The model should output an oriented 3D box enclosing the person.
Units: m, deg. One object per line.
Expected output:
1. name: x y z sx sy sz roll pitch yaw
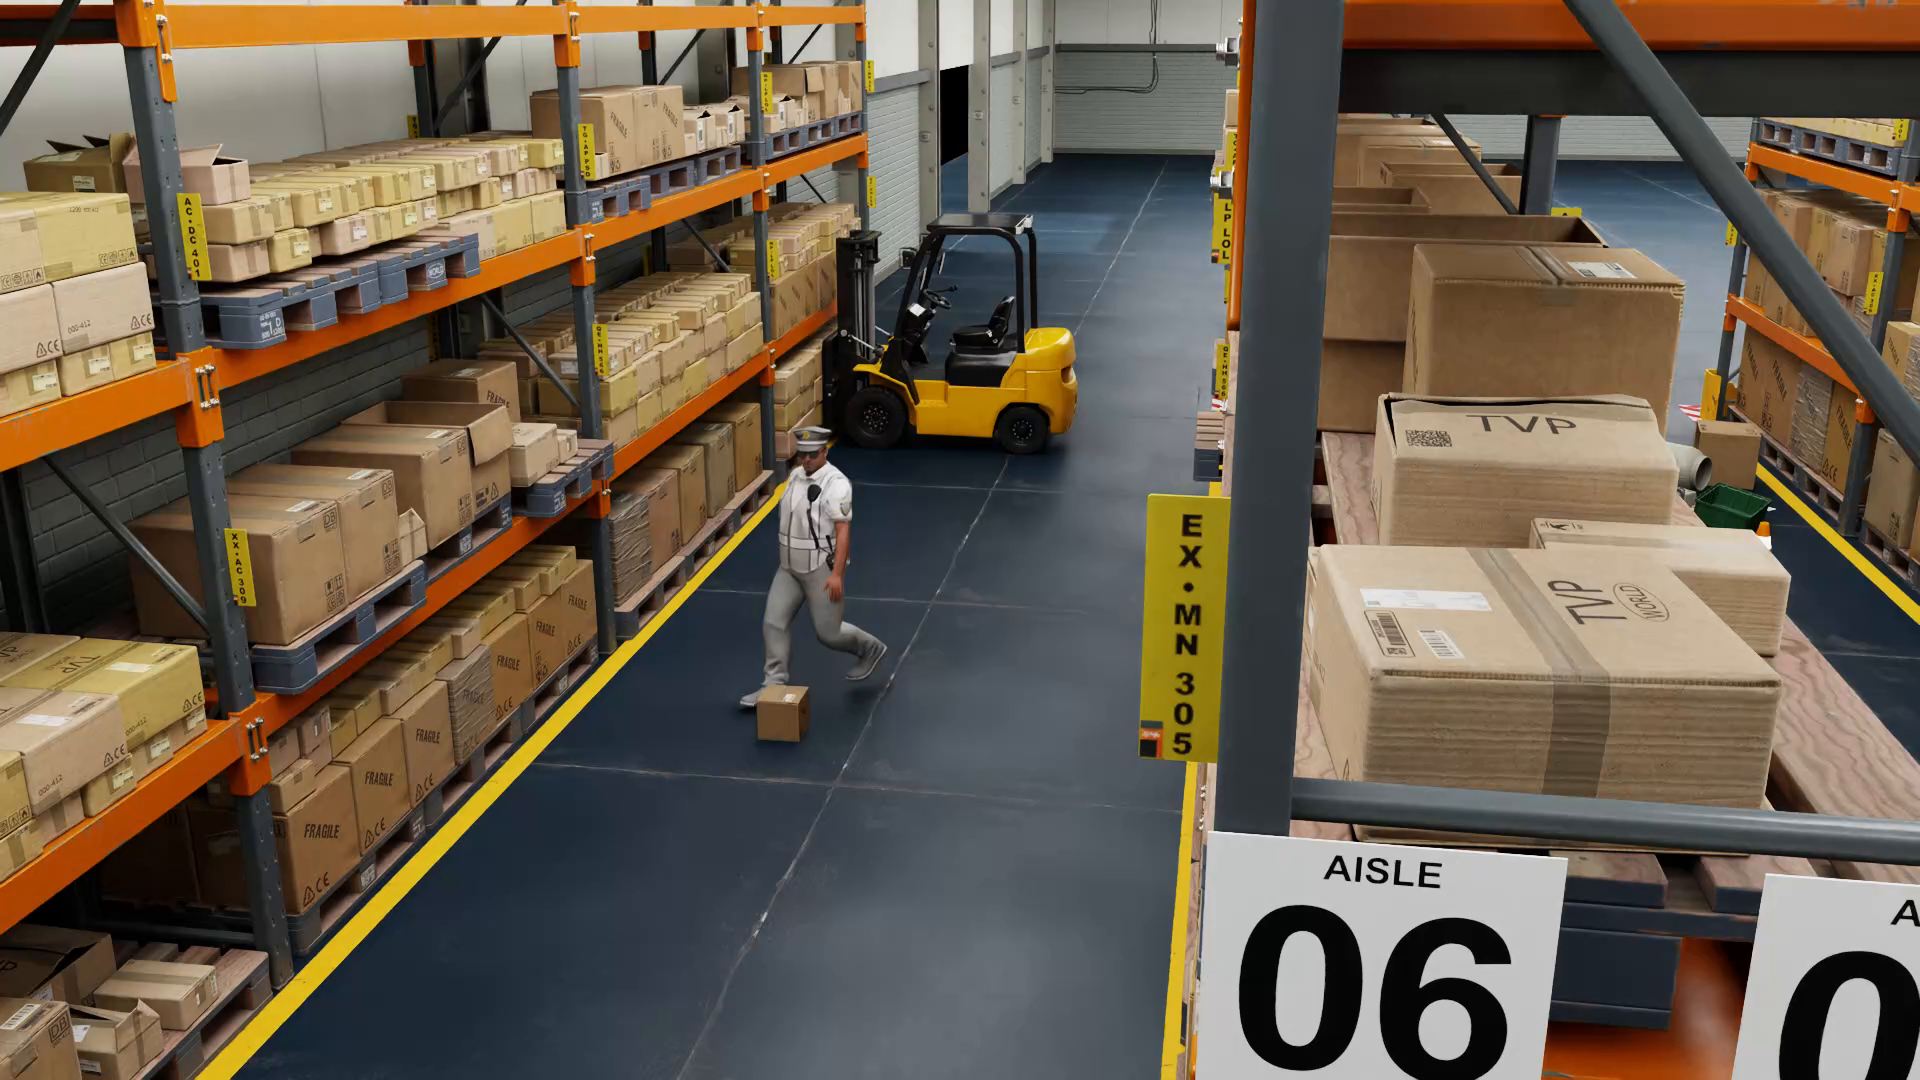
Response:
1. person: -0.923 0.153 10.107 0.555 1.707 0.948 15 23 40
